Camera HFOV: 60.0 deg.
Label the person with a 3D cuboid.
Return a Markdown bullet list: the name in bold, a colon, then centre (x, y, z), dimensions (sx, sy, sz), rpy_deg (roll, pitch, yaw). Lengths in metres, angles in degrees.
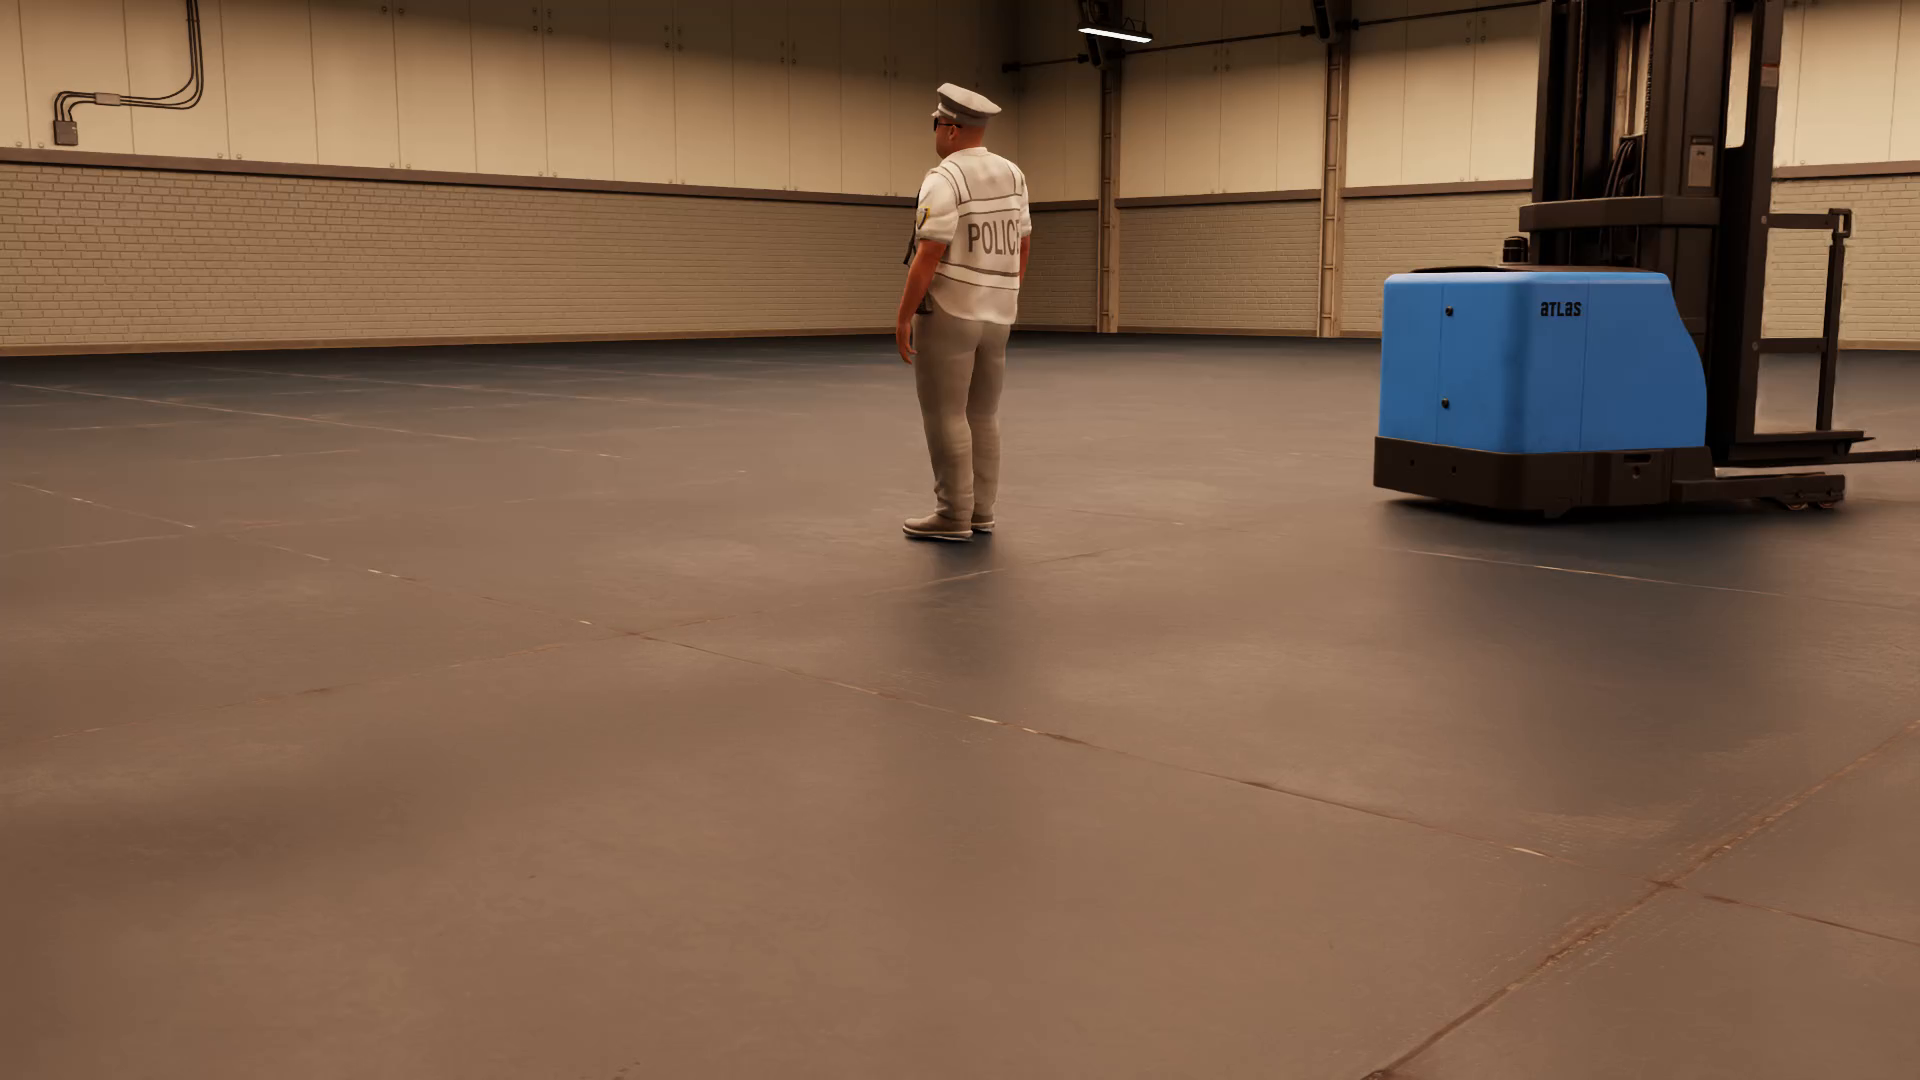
- **person**: centre (-0.047, -0.896, 6.646), dimensions (0.575, 1.778, 0.640), rpy_deg (8, 12, 43)

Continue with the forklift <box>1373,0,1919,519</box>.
- **forklift**: centre (3.547, -1.652, 7.846), dimensions (3.031, 2.935, 1.130), rpy_deg (-3, 9, -21)
